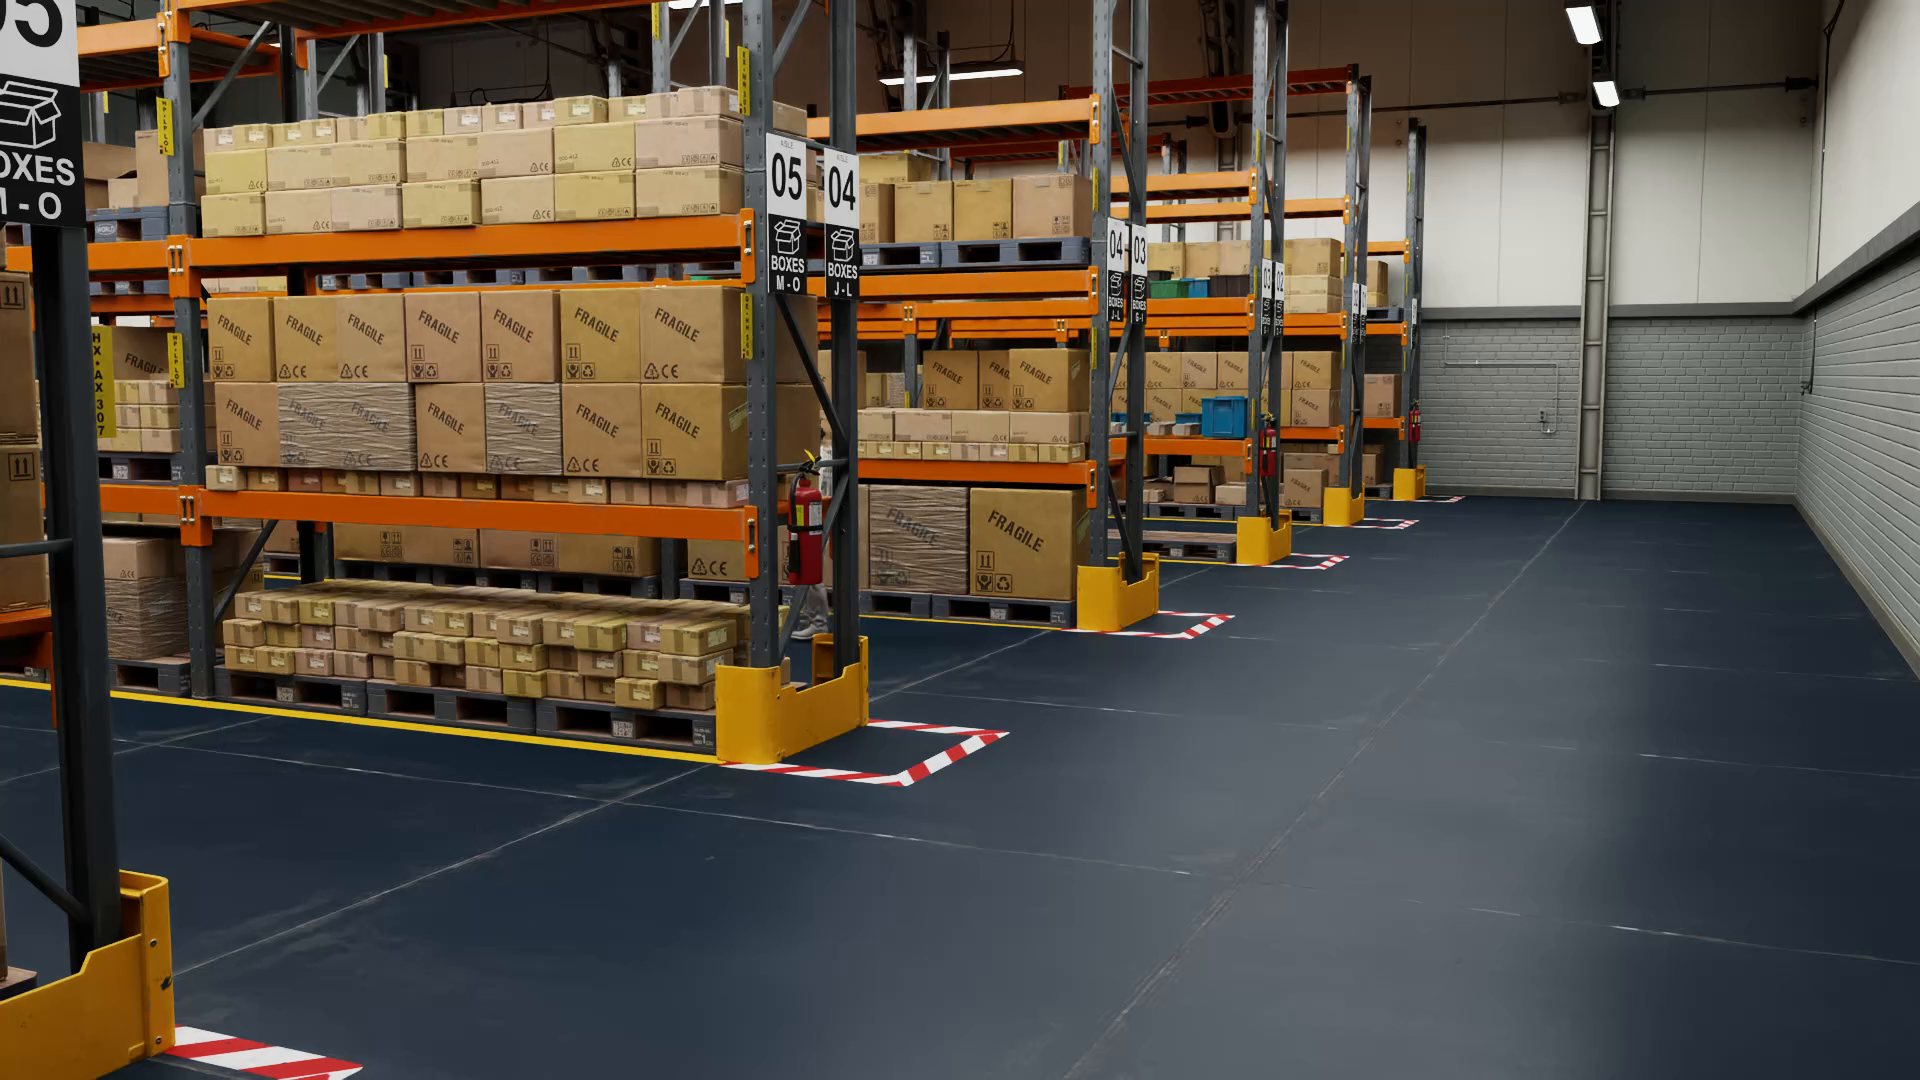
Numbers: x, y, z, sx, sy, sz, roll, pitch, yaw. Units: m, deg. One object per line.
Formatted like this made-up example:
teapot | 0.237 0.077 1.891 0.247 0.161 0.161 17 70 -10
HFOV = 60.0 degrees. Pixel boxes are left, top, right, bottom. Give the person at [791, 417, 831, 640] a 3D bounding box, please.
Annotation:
person | -1.136 -0.049 12.442 0.361 1.748 0.516 0 6 3
